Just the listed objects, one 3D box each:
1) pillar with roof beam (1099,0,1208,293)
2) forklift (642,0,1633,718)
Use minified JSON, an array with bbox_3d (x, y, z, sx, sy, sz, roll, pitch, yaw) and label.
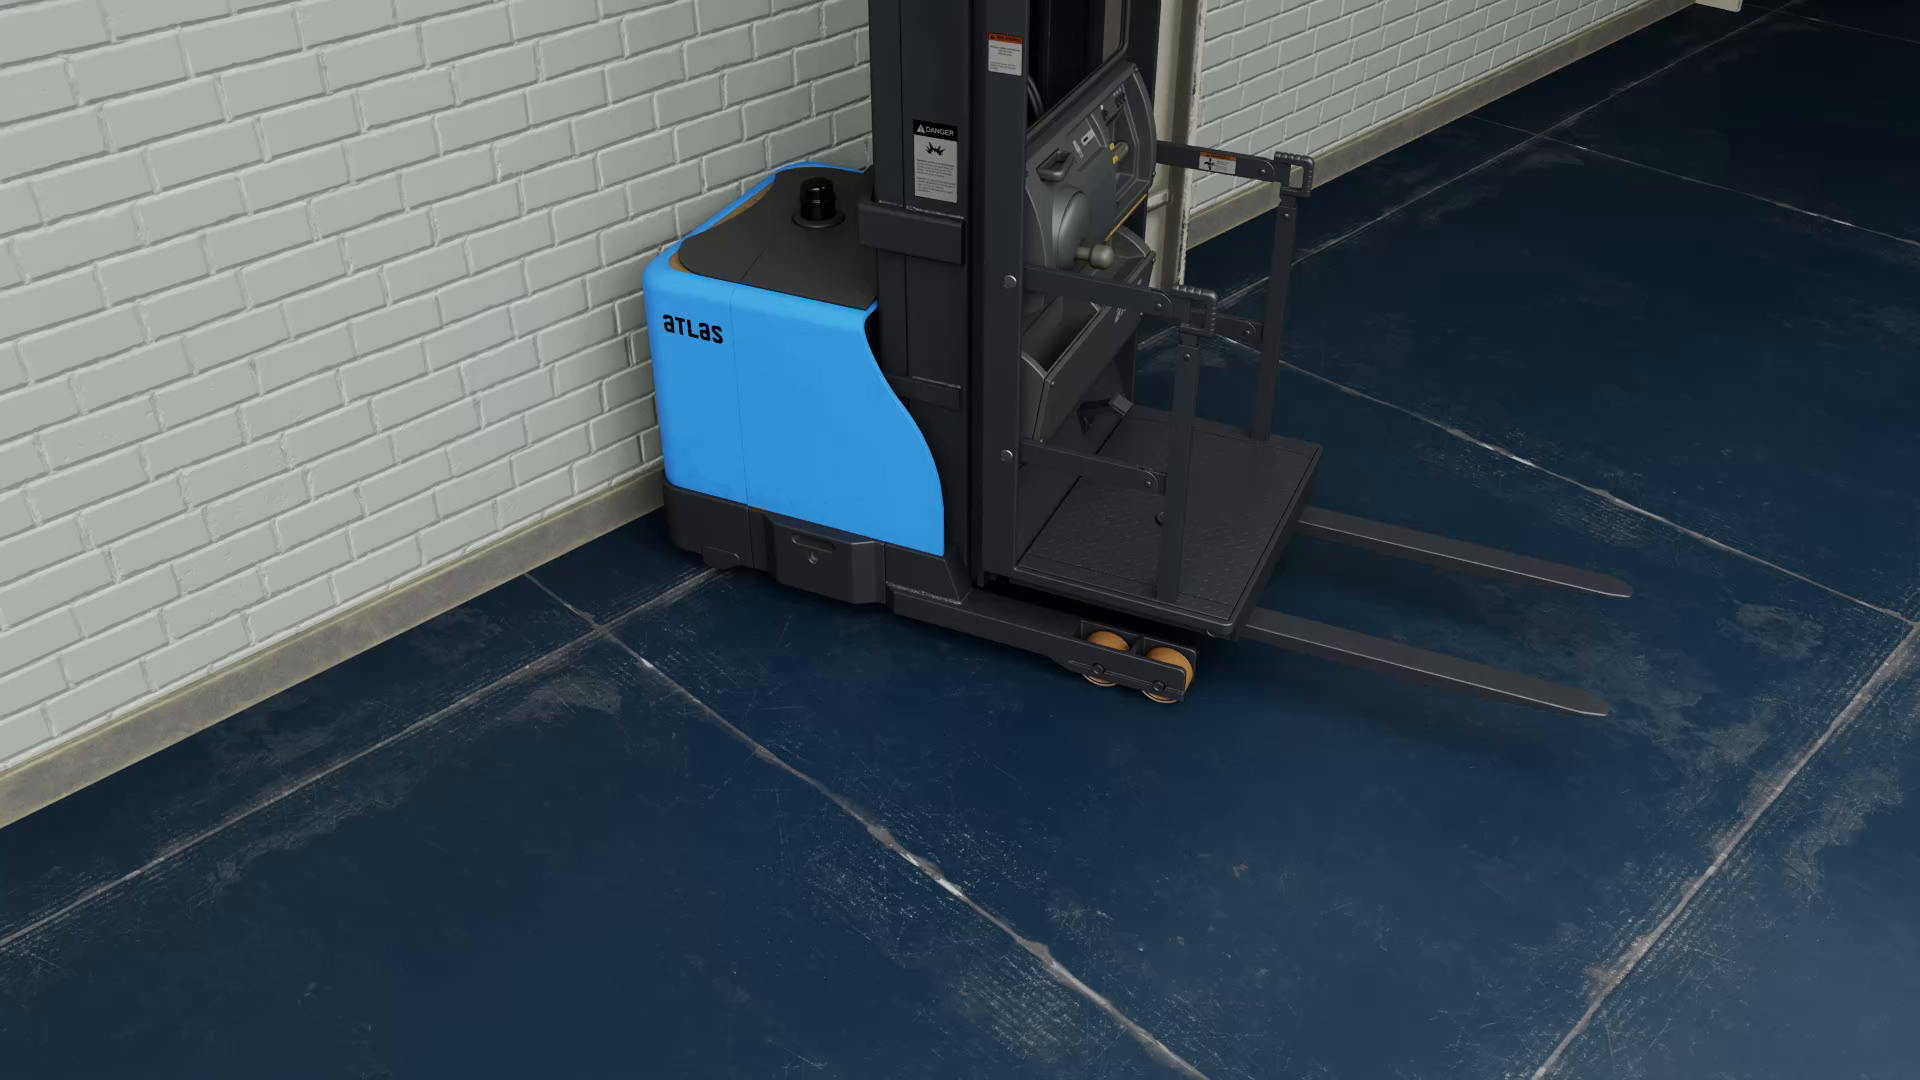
[{"bbox_3d":[3.789,-3.016,2.208,9.100,9.000,0.400,30,45,35],"label":"pillar with roof beam"},{"bbox_3d":[0.568,-1.056,4.701,3.031,2.935,1.130,14,37,20],"label":"forklift"}]
